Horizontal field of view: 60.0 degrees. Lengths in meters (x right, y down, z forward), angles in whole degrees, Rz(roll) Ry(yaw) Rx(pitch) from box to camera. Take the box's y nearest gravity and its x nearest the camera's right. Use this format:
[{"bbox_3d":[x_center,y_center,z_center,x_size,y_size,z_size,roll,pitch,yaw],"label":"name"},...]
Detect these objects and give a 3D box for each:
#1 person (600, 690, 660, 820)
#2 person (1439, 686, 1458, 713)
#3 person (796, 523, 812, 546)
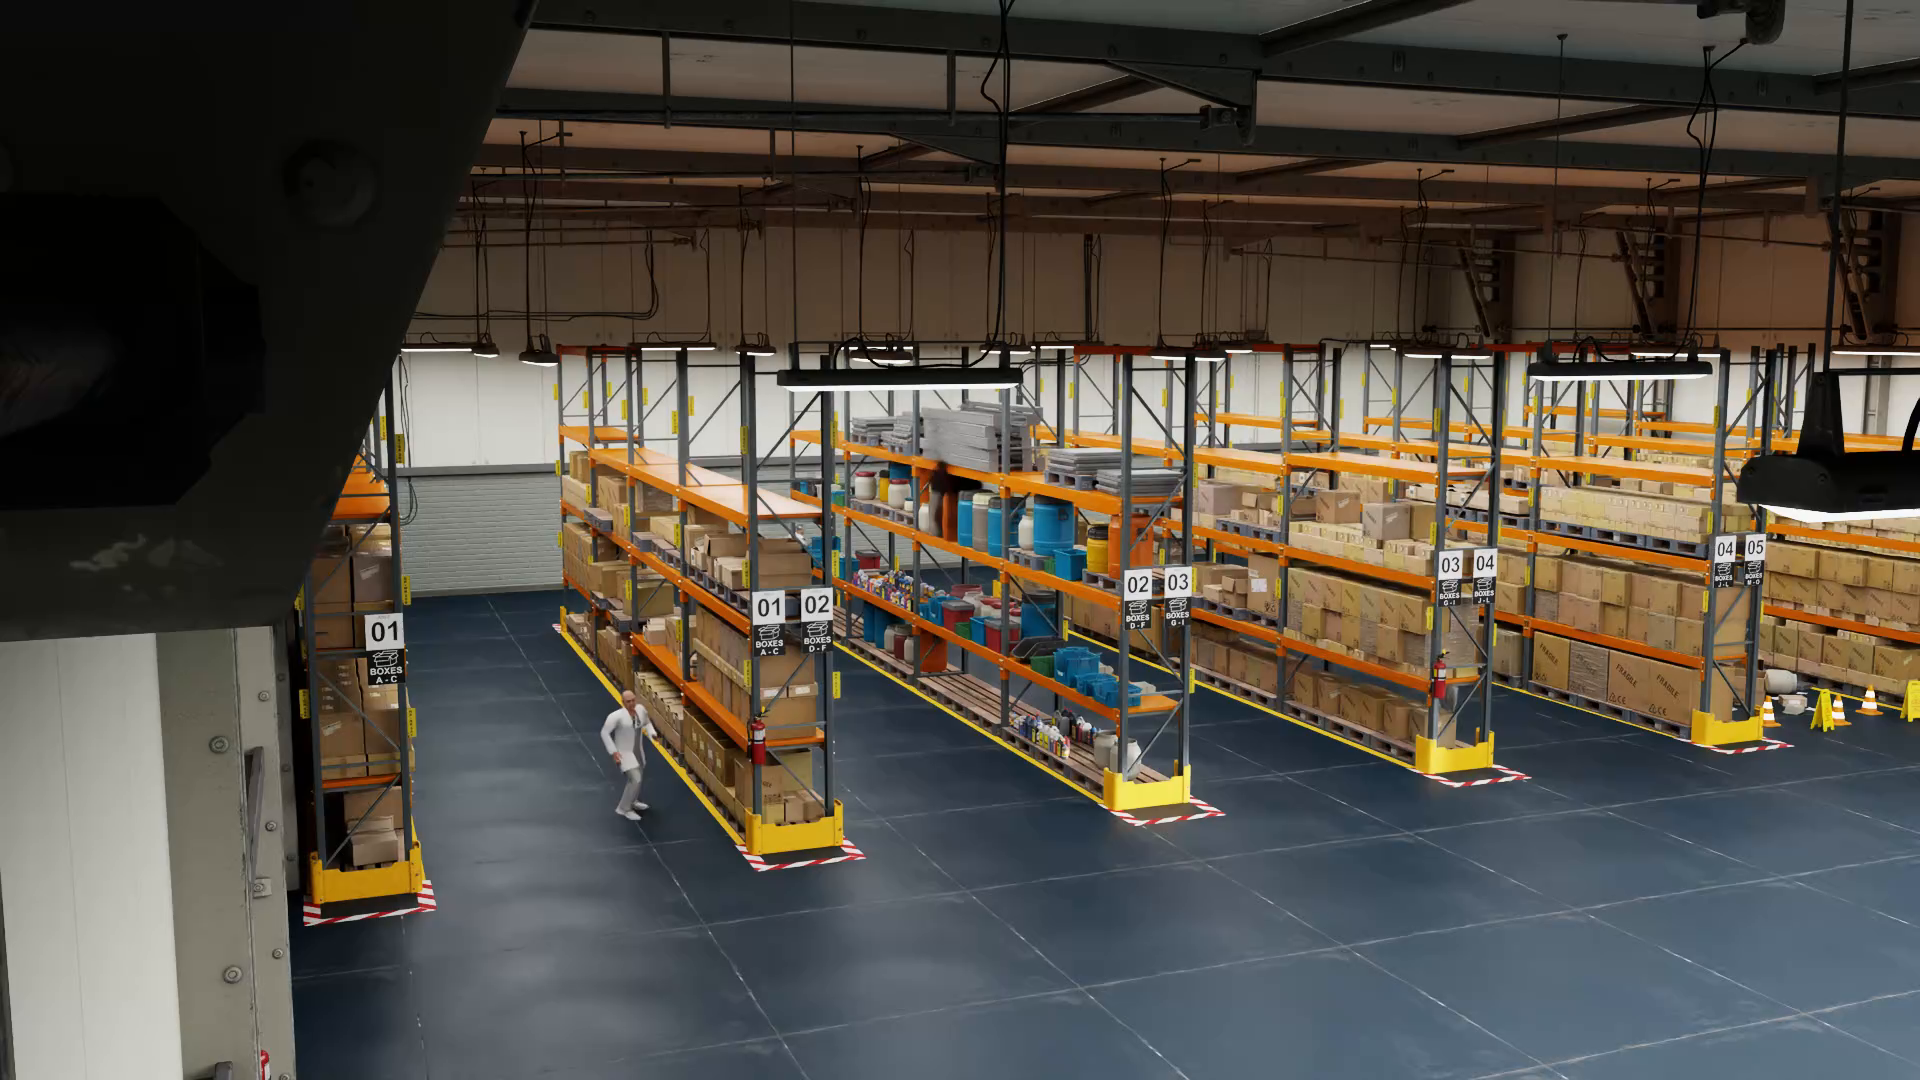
[{"bbox_3d":[-4.258,2.771,21.611,0.803,1.715,0.729,4,8,29],"label":"person"},{"bbox_3d":[8.005,2.119,27.082,0.576,1.627,0.736,-4,8,-30],"label":"person"},{"bbox_3d":[-3.845,0.456,39.249,0.933,1.759,0.647,-1,7,-11],"label":"person"}]
